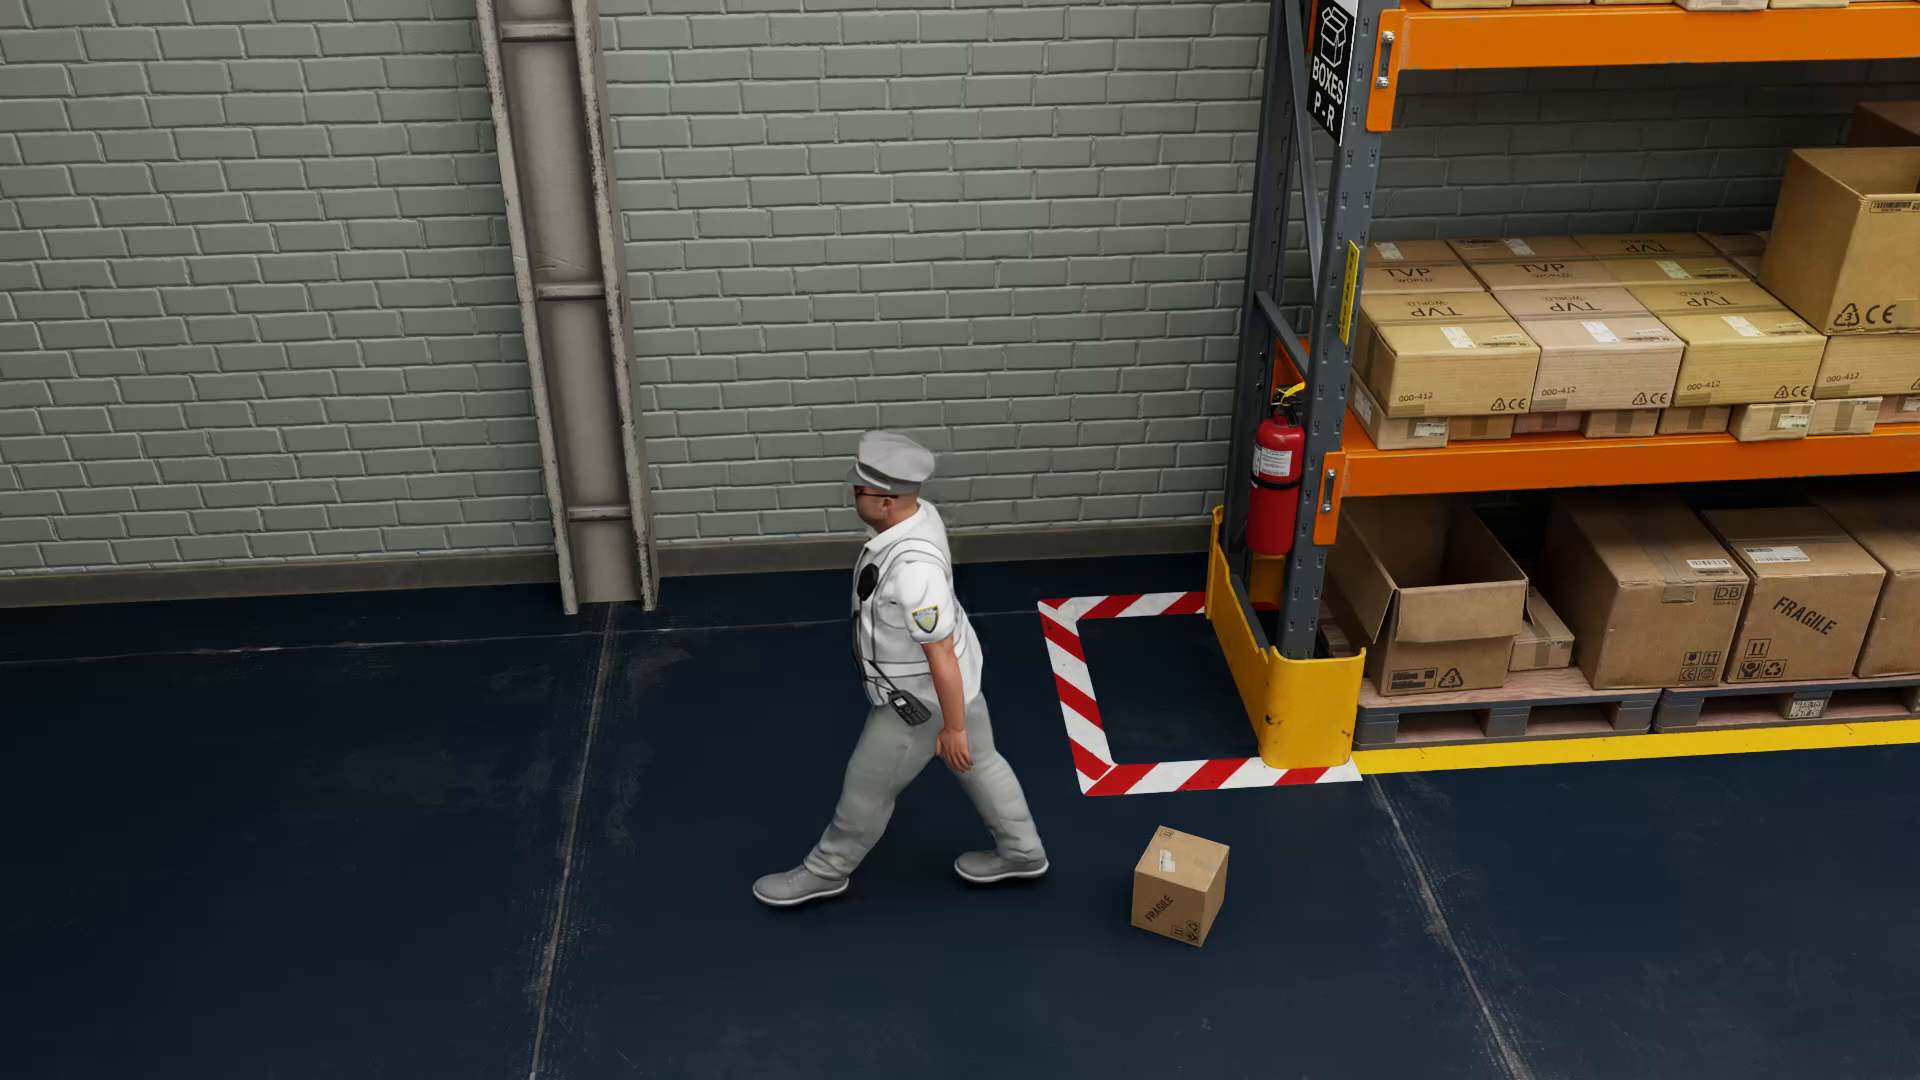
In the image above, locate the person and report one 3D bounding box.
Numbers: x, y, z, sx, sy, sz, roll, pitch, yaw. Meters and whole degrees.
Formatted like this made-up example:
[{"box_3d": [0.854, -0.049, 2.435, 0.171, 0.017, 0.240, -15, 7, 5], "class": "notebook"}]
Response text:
[{"box_3d": [-0.195, 0.431, 5.380, 1.005, 1.701, 0.569, 3, 31, 4], "class": "person"}]
